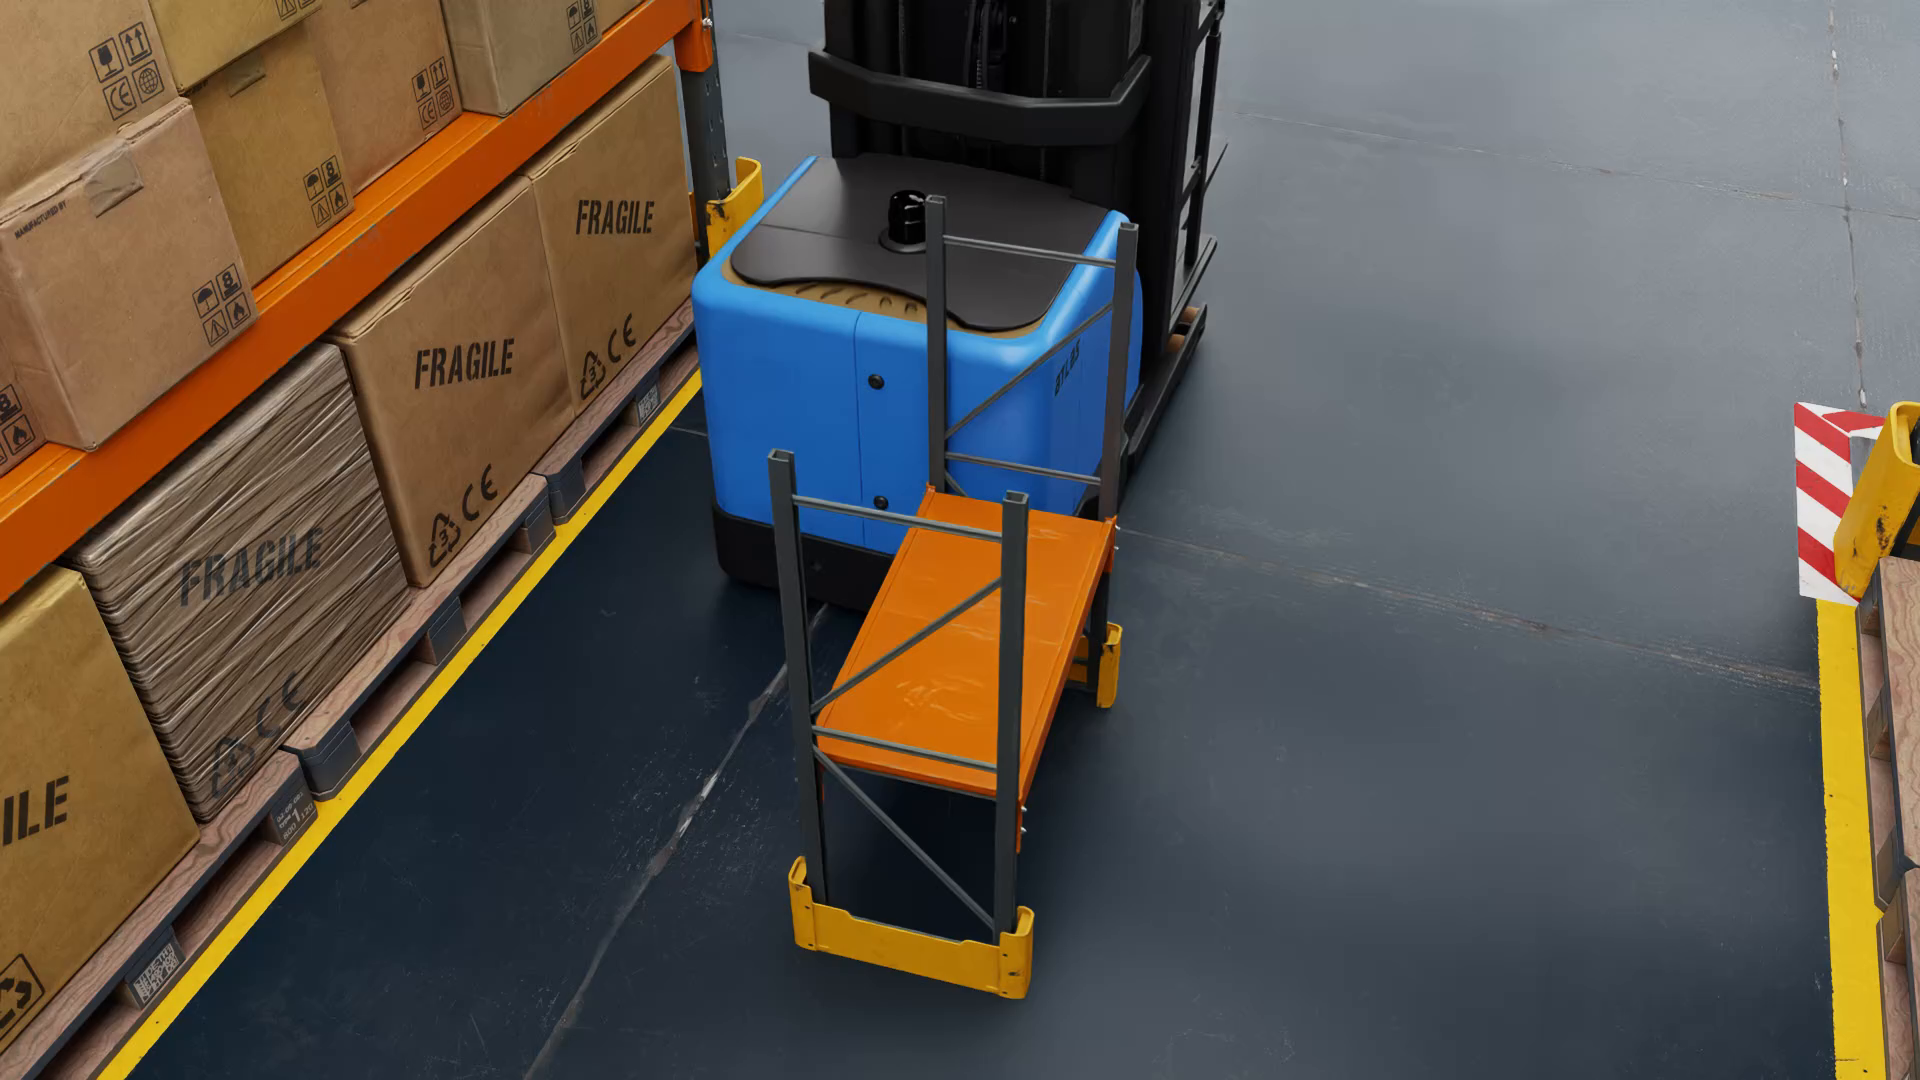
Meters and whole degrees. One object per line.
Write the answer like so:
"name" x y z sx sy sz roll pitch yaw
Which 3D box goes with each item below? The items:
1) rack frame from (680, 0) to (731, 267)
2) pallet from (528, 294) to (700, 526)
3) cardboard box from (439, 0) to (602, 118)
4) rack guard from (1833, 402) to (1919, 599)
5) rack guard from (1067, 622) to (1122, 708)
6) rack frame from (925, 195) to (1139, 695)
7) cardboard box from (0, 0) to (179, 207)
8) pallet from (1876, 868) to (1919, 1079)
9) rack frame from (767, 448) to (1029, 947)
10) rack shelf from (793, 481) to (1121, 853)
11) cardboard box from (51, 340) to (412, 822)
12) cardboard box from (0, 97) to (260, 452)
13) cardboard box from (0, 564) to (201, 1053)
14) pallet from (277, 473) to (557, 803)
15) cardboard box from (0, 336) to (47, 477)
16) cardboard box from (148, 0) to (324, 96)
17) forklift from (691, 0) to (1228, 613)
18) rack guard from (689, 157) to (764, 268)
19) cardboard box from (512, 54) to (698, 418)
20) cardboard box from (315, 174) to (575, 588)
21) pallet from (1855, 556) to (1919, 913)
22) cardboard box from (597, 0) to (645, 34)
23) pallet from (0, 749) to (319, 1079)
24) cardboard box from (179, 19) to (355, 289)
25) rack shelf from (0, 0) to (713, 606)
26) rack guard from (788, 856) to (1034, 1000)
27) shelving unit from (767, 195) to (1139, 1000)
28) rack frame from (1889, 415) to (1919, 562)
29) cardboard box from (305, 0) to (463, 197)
"rack frame" -1.326 -2.161 5.472 1.000 3.000 0.127 13 42 15
"pallet" -1.525 -0.595 5.785 1.003 0.211 1.213 13 42 15
"cardboard box" -1.577 -1.641 4.747 0.875 0.550 0.550 13 42 15
"rack guard" 3.275 -0.001 4.866 1.175 0.500 0.348 13 42 15
"rack guard" 0.157 0.305 4.700 0.587 0.250 0.087 11 42 12
"rack frame" 0.163 -0.183 4.309 0.500 1.500 0.032 11 42 12
"cardboard box" -2.142 -1.067 3.241 0.875 0.550 0.550 13 42 15
"pallet" 2.545 1.338 3.519 1.003 0.211 1.213 13 42 15
"rack frame" -0.118 0.451 3.566 0.500 1.500 0.032 11 42 12
"rack shelf" 0.022 0.271 4.054 0.538 0.185 1.000 11 42 12
"cardboard box" -2.108 0.009 4.242 0.875 0.875 0.875 14 42 15
"cardboard box" -2.116 -0.650 3.585 0.875 0.550 0.550 13 42 15
"cardboard box" -2.413 0.559 3.597 0.875 0.875 0.875 14 42 16
"pallet" -1.944 0.147 4.916 1.003 0.211 1.213 13 42 15
"cardboard box" -2.412 -0.346 3.229 0.875 0.550 0.550 13 42 15
"cardboard box" -1.968 -1.392 3.622 0.875 0.550 0.500 13 42 15
"forklift" 0.255 -1.768 5.064 1.130 2.935 3.031 14 42 15
"rack guard" -1.317 -1.225 6.300 1.175 0.500 0.348 13 42 15
"cardboard box" -1.495 -1.084 5.523 0.875 0.875 0.875 14 42 15
"cardboard box" -1.794 -0.547 4.893 0.875 0.875 0.875 13 42 14
"pallet" 2.964 0.596 4.388 1.003 0.211 1.213 13 42 15
"cardboard box" -1.410 -1.982 5.146 0.875 0.550 0.550 13 42 15
"pallet" -2.360 0.893 4.040 1.003 0.211 1.213 13 42 15
"cardboard box" -2.029 -0.995 3.990 0.875 0.550 0.500 13 42 15
"rack shelf" -2.009 -0.667 4.275 1.077 0.370 4.000 13 42 15
"rack guard" -0.118 0.926 3.972 0.587 0.250 0.087 11 42 12
"shelving unit" 0.020 0.140 3.931 0.587 1.500 1.083 11 42 12
"rack frame" 3.301 -0.998 4.109 1.000 3.000 0.127 13 42 15
"cardboard box" -1.887 -1.328 4.379 0.875 0.550 0.550 13 42 15
